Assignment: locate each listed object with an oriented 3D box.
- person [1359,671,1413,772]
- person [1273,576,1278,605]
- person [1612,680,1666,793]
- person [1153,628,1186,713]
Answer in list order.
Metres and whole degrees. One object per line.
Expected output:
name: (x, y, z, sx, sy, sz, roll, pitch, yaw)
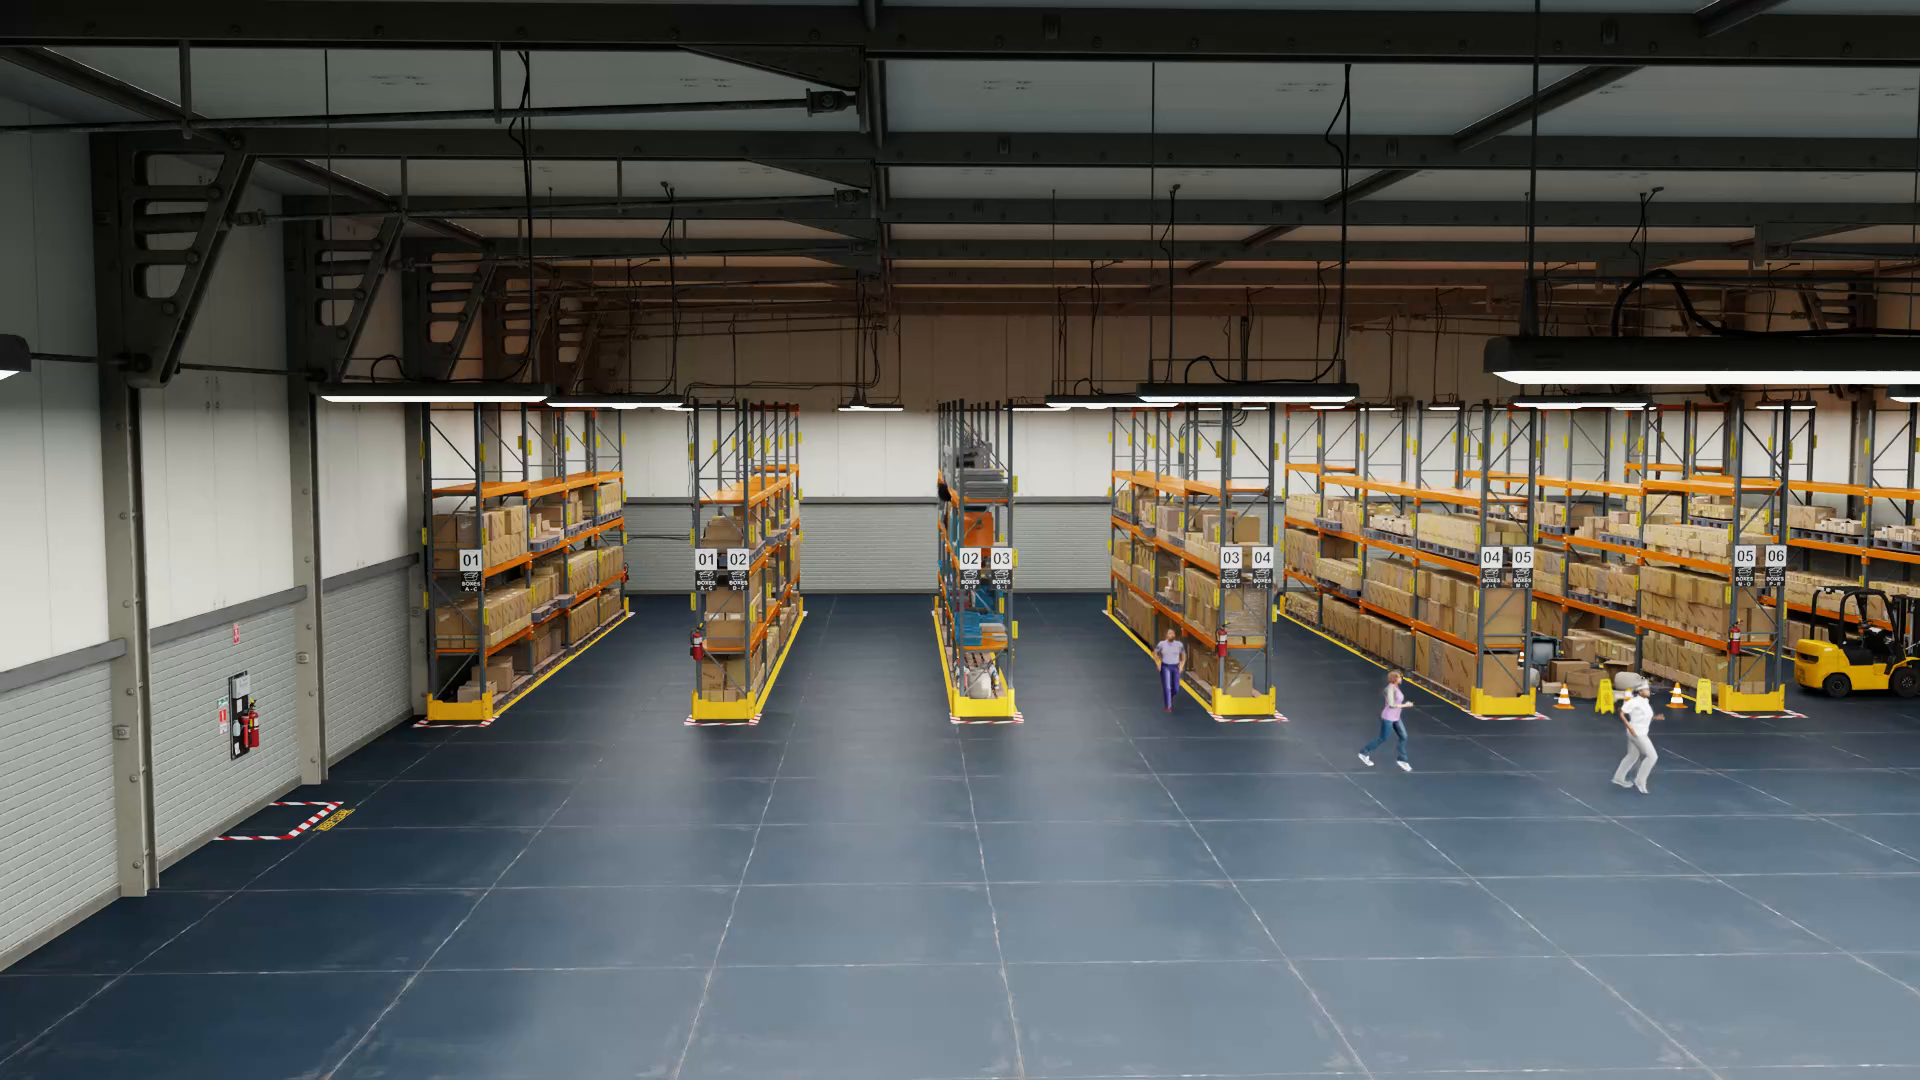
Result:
person: (6.869, 2.895, 26.722, 0.851, 1.628, 0.548, 2, 5, 29)
person: (8.236, 1.536, 44.586, 0.613, 1.660, 0.686, 0, 4, -2)
person: (10.319, 2.980, 25.253, 0.713, 1.751, 0.545, 3, 5, 30)
person: (4.043, 2.507, 32.104, 0.644, 1.610, 0.691, 0, 4, -1)
